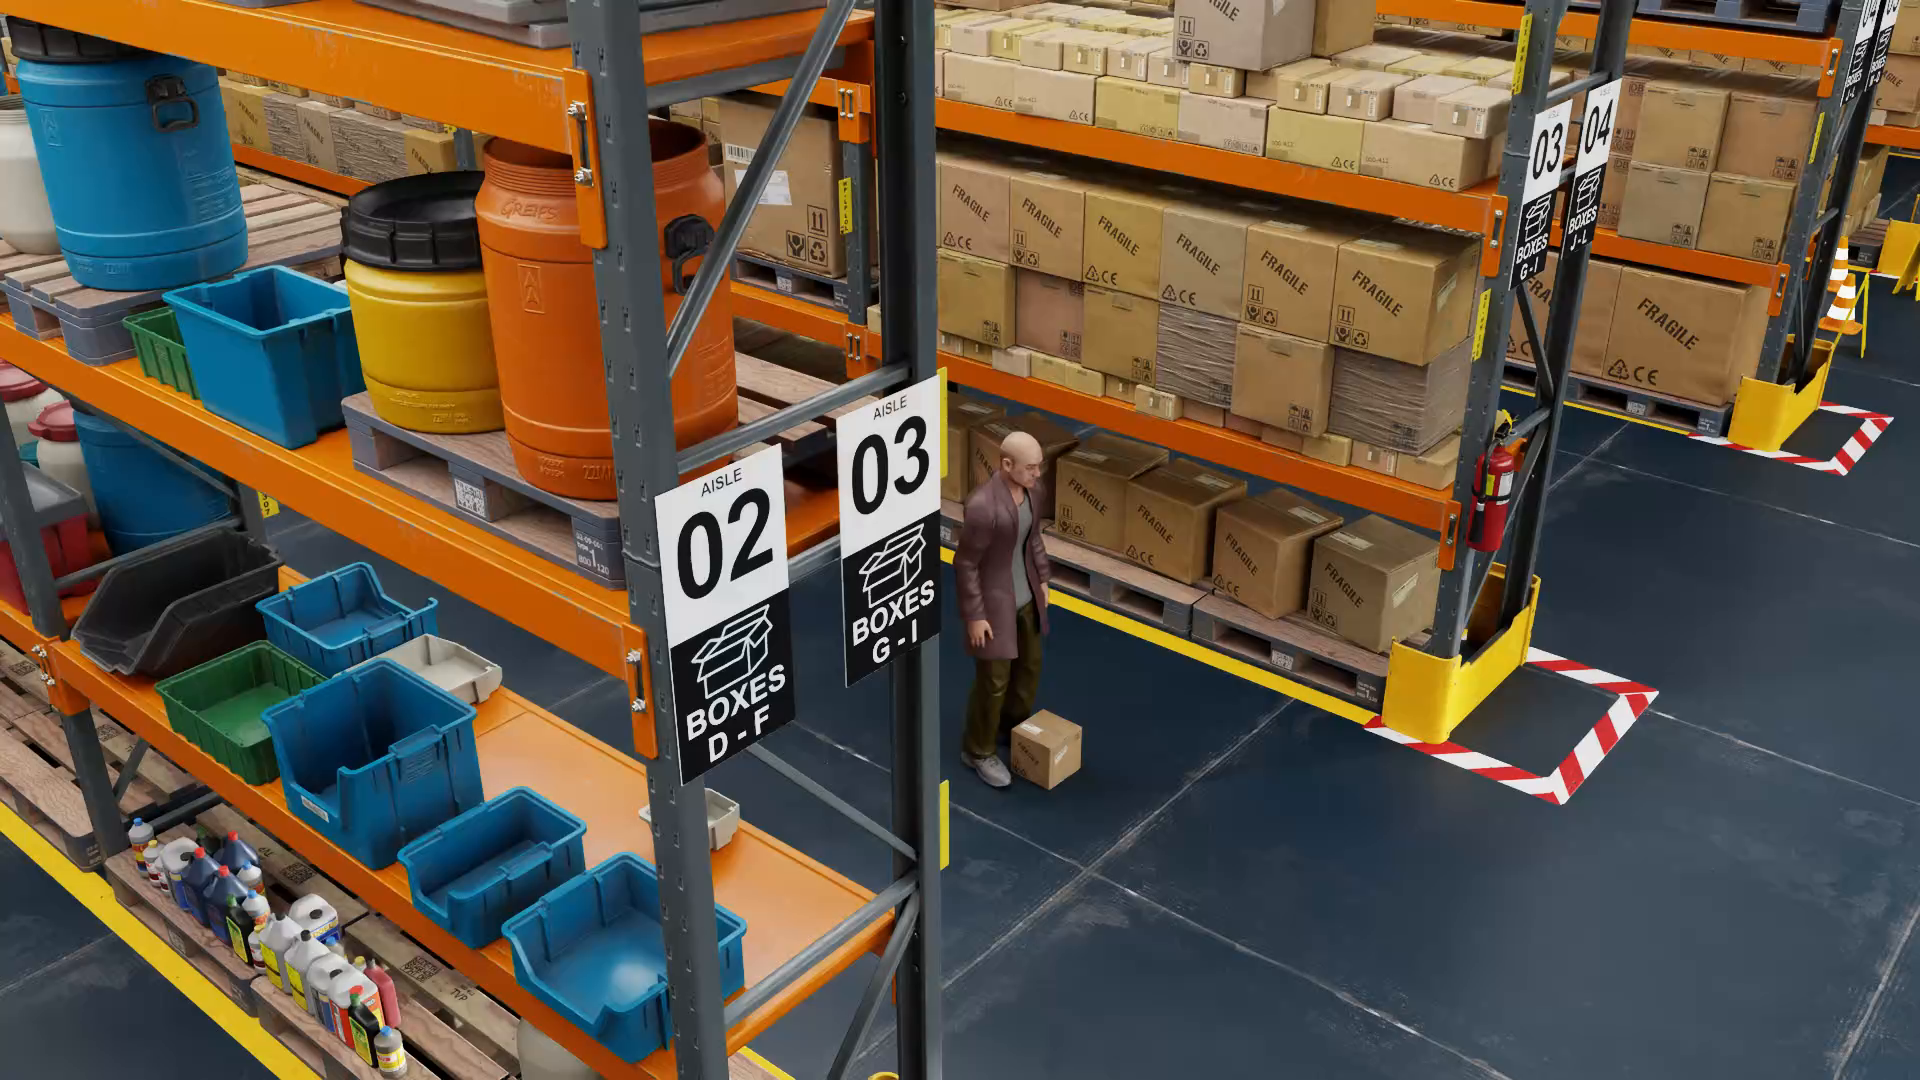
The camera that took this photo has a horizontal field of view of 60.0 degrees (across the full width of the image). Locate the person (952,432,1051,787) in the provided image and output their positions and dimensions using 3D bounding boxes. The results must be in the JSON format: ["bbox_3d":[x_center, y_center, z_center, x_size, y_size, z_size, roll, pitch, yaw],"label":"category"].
[{"bbox_3d":[0.226,0.294,8.058,0.427,1.773,0.640,20,33,34],"label":"person"}]
